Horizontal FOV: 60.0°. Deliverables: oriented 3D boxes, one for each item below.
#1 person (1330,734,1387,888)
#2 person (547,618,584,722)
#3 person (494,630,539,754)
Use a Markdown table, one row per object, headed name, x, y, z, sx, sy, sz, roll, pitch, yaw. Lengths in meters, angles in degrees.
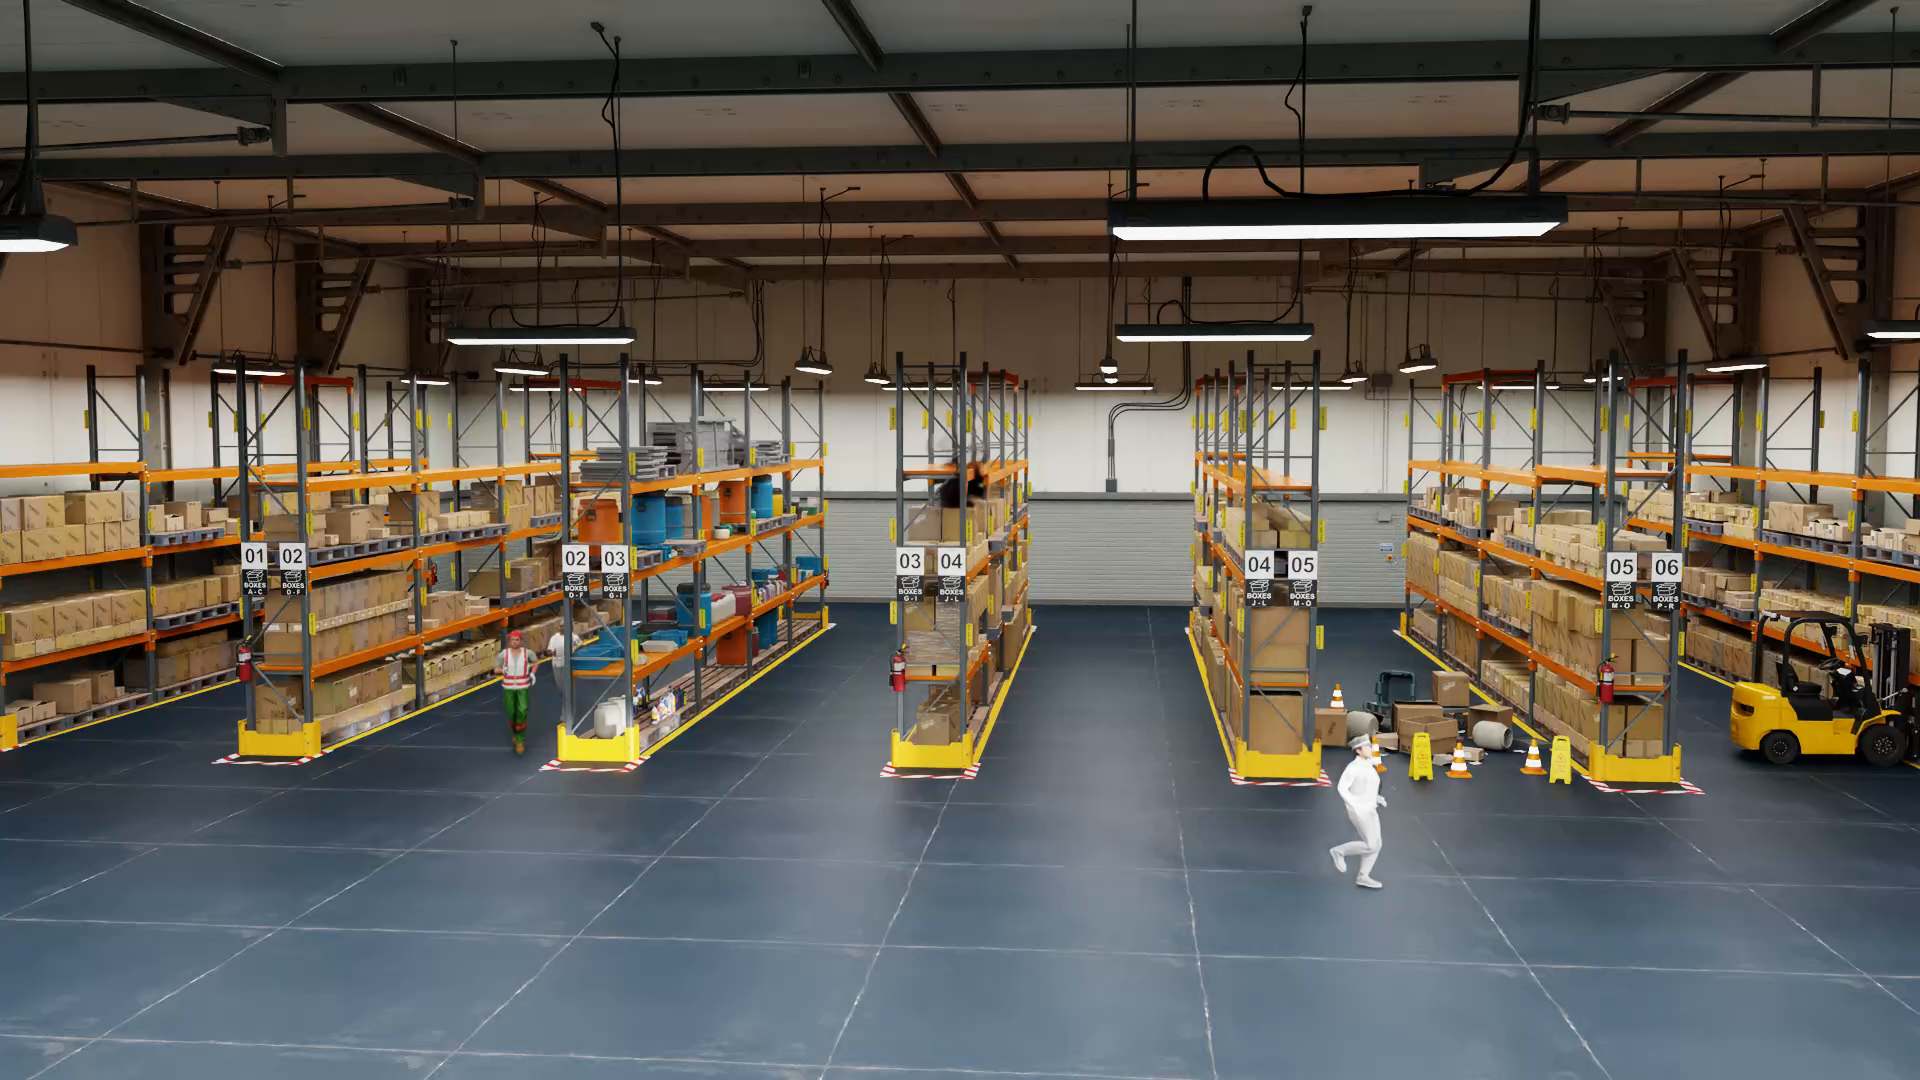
| name | x | y | z | sx | sy | sz | roll | pitch | yaw |
| --- | --- | --- | --- | --- | --- | --- | --- | --- | --- |
| person | 4.307 | 2.901 | 17.948 | 0.567 | 1.651 | 0.629 | 3 | 5 | 36 |
| person | -6.651 | 2.143 | 27.960 | 0.581 | 1.699 | 0.876 | 0 | 4 | 0 |
| person | -6.766 | 2.290 | 25.357 | 0.640 | 1.830 | 0.797 | -1 | 4 | -9 |
